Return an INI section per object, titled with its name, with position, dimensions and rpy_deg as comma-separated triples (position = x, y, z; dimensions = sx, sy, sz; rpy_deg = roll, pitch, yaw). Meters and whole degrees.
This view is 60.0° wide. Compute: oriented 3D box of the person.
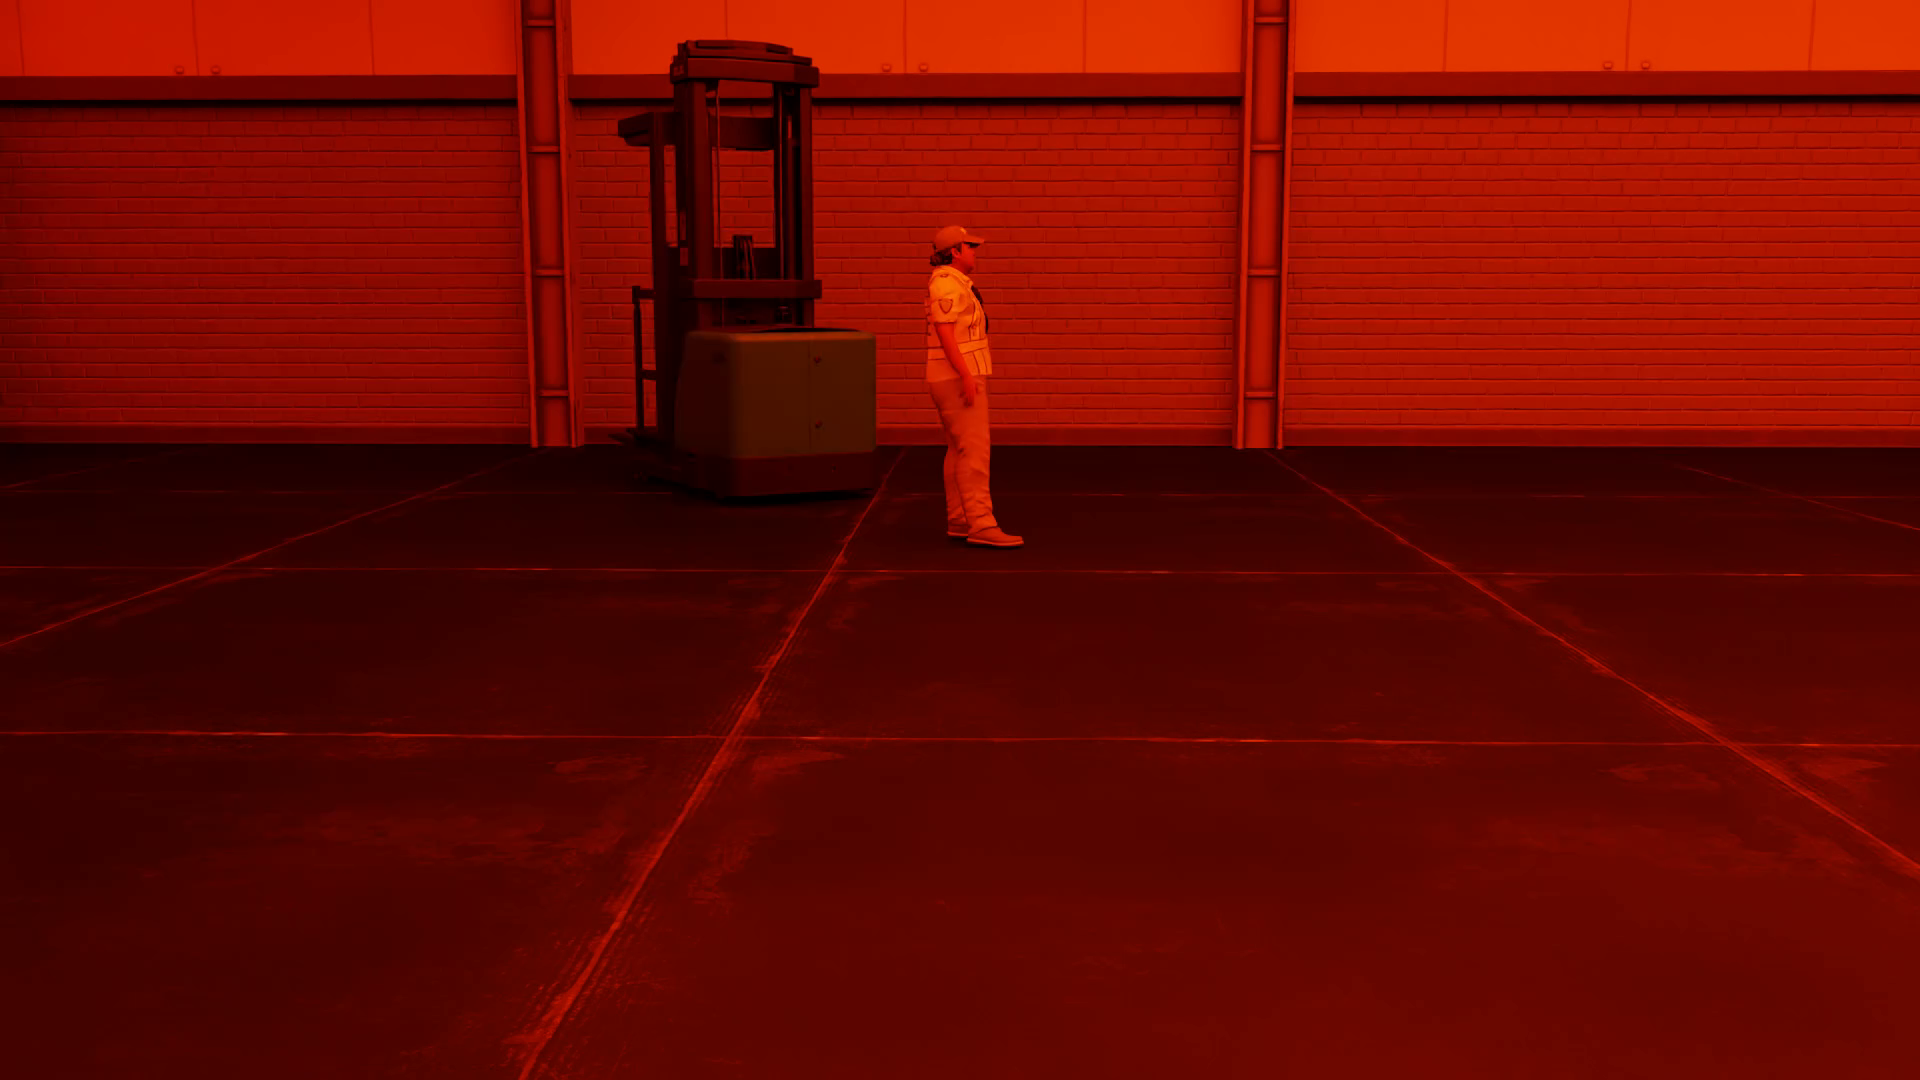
[person]
position = 0.076, -0.828, 8.850
dimensions = 0.529, 1.670, 0.598
rpy_deg = 0, 9, 1

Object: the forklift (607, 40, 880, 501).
[forklift]
position = -1.693, -1.878, 11.589
dimensions = 1.130, 2.935, 3.031
rpy_deg = -5, 10, -30
